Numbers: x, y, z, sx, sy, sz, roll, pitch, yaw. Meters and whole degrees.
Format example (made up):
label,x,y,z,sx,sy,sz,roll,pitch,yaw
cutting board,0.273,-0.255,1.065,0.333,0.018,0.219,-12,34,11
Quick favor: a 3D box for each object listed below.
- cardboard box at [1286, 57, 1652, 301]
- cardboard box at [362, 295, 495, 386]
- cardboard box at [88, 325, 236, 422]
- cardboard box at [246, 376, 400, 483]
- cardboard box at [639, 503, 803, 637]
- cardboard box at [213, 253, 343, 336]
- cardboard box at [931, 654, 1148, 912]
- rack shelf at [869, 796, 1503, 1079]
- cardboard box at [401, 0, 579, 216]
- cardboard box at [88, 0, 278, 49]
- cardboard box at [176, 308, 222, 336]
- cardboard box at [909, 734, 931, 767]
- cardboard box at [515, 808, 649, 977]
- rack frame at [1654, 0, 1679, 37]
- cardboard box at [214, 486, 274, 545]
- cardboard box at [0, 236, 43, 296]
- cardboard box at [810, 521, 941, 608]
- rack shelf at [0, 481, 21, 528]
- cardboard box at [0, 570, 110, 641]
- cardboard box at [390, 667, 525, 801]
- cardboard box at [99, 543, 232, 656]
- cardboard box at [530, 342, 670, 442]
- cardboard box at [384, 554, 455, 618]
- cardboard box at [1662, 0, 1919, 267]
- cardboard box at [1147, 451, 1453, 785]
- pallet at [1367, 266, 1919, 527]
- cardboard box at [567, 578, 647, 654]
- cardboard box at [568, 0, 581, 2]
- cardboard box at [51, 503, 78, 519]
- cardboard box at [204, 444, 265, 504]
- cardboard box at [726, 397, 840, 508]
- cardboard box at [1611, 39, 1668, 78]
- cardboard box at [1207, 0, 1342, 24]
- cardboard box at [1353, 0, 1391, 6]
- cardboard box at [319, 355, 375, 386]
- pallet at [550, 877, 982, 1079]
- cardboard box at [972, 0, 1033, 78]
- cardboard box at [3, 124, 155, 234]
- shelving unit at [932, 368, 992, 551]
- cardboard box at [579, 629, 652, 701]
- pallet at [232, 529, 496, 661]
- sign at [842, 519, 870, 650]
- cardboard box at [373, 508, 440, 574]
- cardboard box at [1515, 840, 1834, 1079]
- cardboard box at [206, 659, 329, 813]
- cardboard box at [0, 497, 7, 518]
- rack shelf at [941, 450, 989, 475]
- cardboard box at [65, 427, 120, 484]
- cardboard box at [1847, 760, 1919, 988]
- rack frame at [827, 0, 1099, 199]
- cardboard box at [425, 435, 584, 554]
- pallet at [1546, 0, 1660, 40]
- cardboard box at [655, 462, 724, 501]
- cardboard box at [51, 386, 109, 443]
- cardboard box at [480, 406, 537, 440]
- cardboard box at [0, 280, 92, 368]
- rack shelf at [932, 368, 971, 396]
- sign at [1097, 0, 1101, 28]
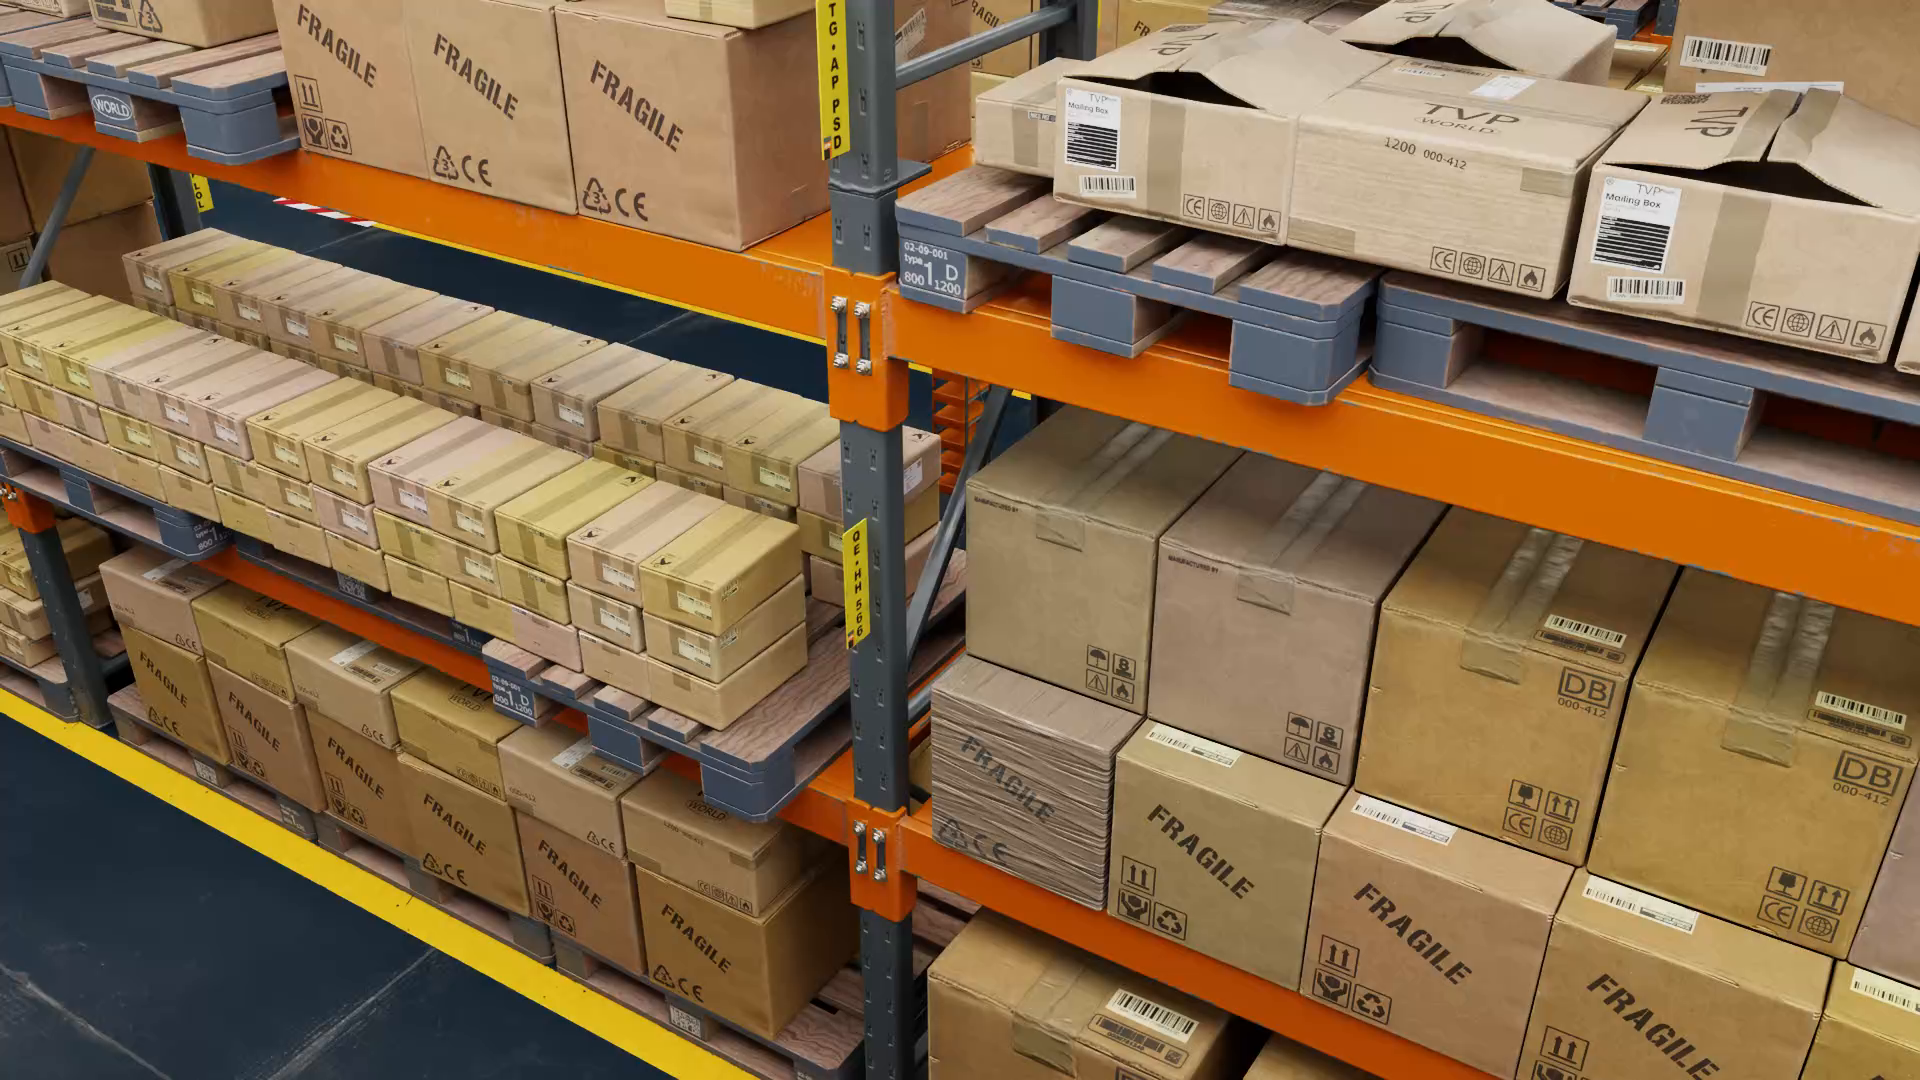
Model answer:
label,x,y,z,sx,sy,sz,roll,pitch,yaw
cardboard box,0.953,-0.694,3.119,0.500,0.250,0.500,19,35,29
cardboard box,-1.808,-0.688,5.695,0.250,0.149,0.380,16,34,25
cardboard box,-2.601,-0.550,5.459,0.250,0.149,0.380,17,34,27
cardboard box,-1.940,-0.343,5.104,0.250,0.149,0.380,19,35,29
cardboard box,-0.626,0.074,4.389,0.250,0.149,0.380,16,34,25
cardboard box,-2.466,-0.896,6.051,0.250,0.149,0.380,16,34,26
cardboard box,0.269,0.532,4.263,0.500,0.500,0.500,18,35,28
rack shelf,1.727,1.186,3.954,4.000,0.370,1.077,18,35,27
cardboard box,-1.017,-1.172,4.207,0.500,0.500,0.500,18,35,27
cardboard box,-2.117,-1.784,4.835,0.637,0.503,0.797,17,34,27
cardboard box,-2.689,-0.841,6.252,0.250,0.149,0.380,18,35,28
cardboard box,-0.423,0.626,5.520,0.500,0.250,0.500,16,34,25
cardboard box,-1.101,1.032,5.568,0.500,0.500,0.500,19,35,29
rack frame,5.214,-3.920,11.992,0.127,3.000,1.000,18,35,27
cardboard box,-2.157,-0.156,5.373,0.250,0.149,0.380,17,34,26
cardboard box,-3.915,-0.913,6.444,0.500,0.500,0.500,18,35,27
cardboard box,-0.239,0.061,5.002,0.250,0.149,0.380,17,34,27
rack shelf,-5.049,-0.957,7.628,4.000,0.370,1.077,18,35,27
cardboard box,-3.791,0.241,6.978,0.250,0.149,0.380,18,35,28
cardboard box,-1.542,0.569,5.618,0.500,0.250,0.500,18,35,28
cardboard box,-2.870,0.153,6.331,0.500,0.250,0.500,16,34,25
cardboard box,-1.144,-0.478,5.335,0.250,0.149,0.380,19,35,30
cardboard box,-1.495,0.055,5.012,0.250,0.149,0.380,16,34,25
cardboard box,1.654,-0.878,3.186,0.500,0.500,0.500,18,35,27
cardboard box,0.837,0.124,3.970,0.500,0.500,0.700,17,34,27
pallet,1.555,-0.426,3.215,1.213,0.211,1.003,19,35,30
cardboard box,-0.855,0.129,4.589,0.250,0.149,0.380,19,35,29
cardboard box,-0.890,-1.459,3.938,0.258,0.266,0.396,18,35,27
cardboard box,-3.979,-0.266,7.551,0.250,0.149,0.380,17,34,27
cardboard box,-2.152,-0.282,5.295,0.250,0.149,0.380,17,34,27
cardboard box,-0.485,-0.268,4.974,0.250,0.149,0.380,17,34,26
cardboard box,3.111,-2.150,8.148,0.500,0.500,0.500,16,34,26
cardboard box,1.563,-2.436,8.358,0.500,0.500,0.500,18,35,28
cardboard box,2.291,-2.512,8.487,0.500,0.500,0.500,16,34,26
cardboard box,-2.027,-0.632,5.894,0.250,0.149,0.380,16,34,25
pallet,-0.628,1.334,5.754,1.213,0.211,1.003,18,35,27
cardboard box,0.280,-2.846,9.061,0.500,0.500,0.500,17,34,26
cardboard box,-3.608,-1.561,6.562,0.500,0.500,0.500,18,35,28
shelving unit,0.012,-0.514,7.941,0.189,1.200,0.258,18,35,27
cardboard box,-0.839,0.263,4.655,0.250,0.149,0.380,17,35,27
pallet,-1.666,-0.091,5.619,1.213,0.211,1.003,18,35,27
sign,-0.248,0.108,4.018,0.005,0.325,0.100,18,35,27
cardboard box,-1.500,-0.075,4.939,0.250,0.149,0.380,17,34,27
cardboard box,1.549,0.936,3.569,0.500,0.500,0.500,17,34,27
cardboard box,-2.421,0.618,6.277,0.500,0.500,0.500,19,35,29
cardboard box,-4.247,-0.038,7.161,0.250,0.149,0.380,17,34,27
rack shelf,0.012,-0.372,8.024,0.180,0.103,0.258,18,35,27
cardboard box,-2.819,-0.363,5.728,0.250,0.149,0.380,18,35,28
cardboard box,2.132,0.533,3.268,0.500,0.500,0.700,18,35,28
rack frame,0.033,-2.252,3.180,0.127,3.000,1.000,18,35,27
cardboard box,-1.288,-0.134,4.746,0.250,0.149,0.380,19,35,29
pallet,4.603,-3.989,12.301,1.003,0.211,1.213,18,35,27
cardboard box,-0.729,-0.219,5.186,0.250,0.149,0.380,16,34,26
cardboard box,-2.827,-0.494,5.658,0.250,0.149,0.380,18,35,28
cardboard box,-1.362,-0.421,5.533,0.250,0.149,0.380,17,34,27
cardboard box,-3.266,-0.760,5.818,0.250,0.149,0.380,19,35,30
rack shelf,0.012,-0.787,7.782,0.180,0.103,0.258,18,35,27
sign,0.335,-1.448,4.188,0.005,0.325,0.100,18,35,27
